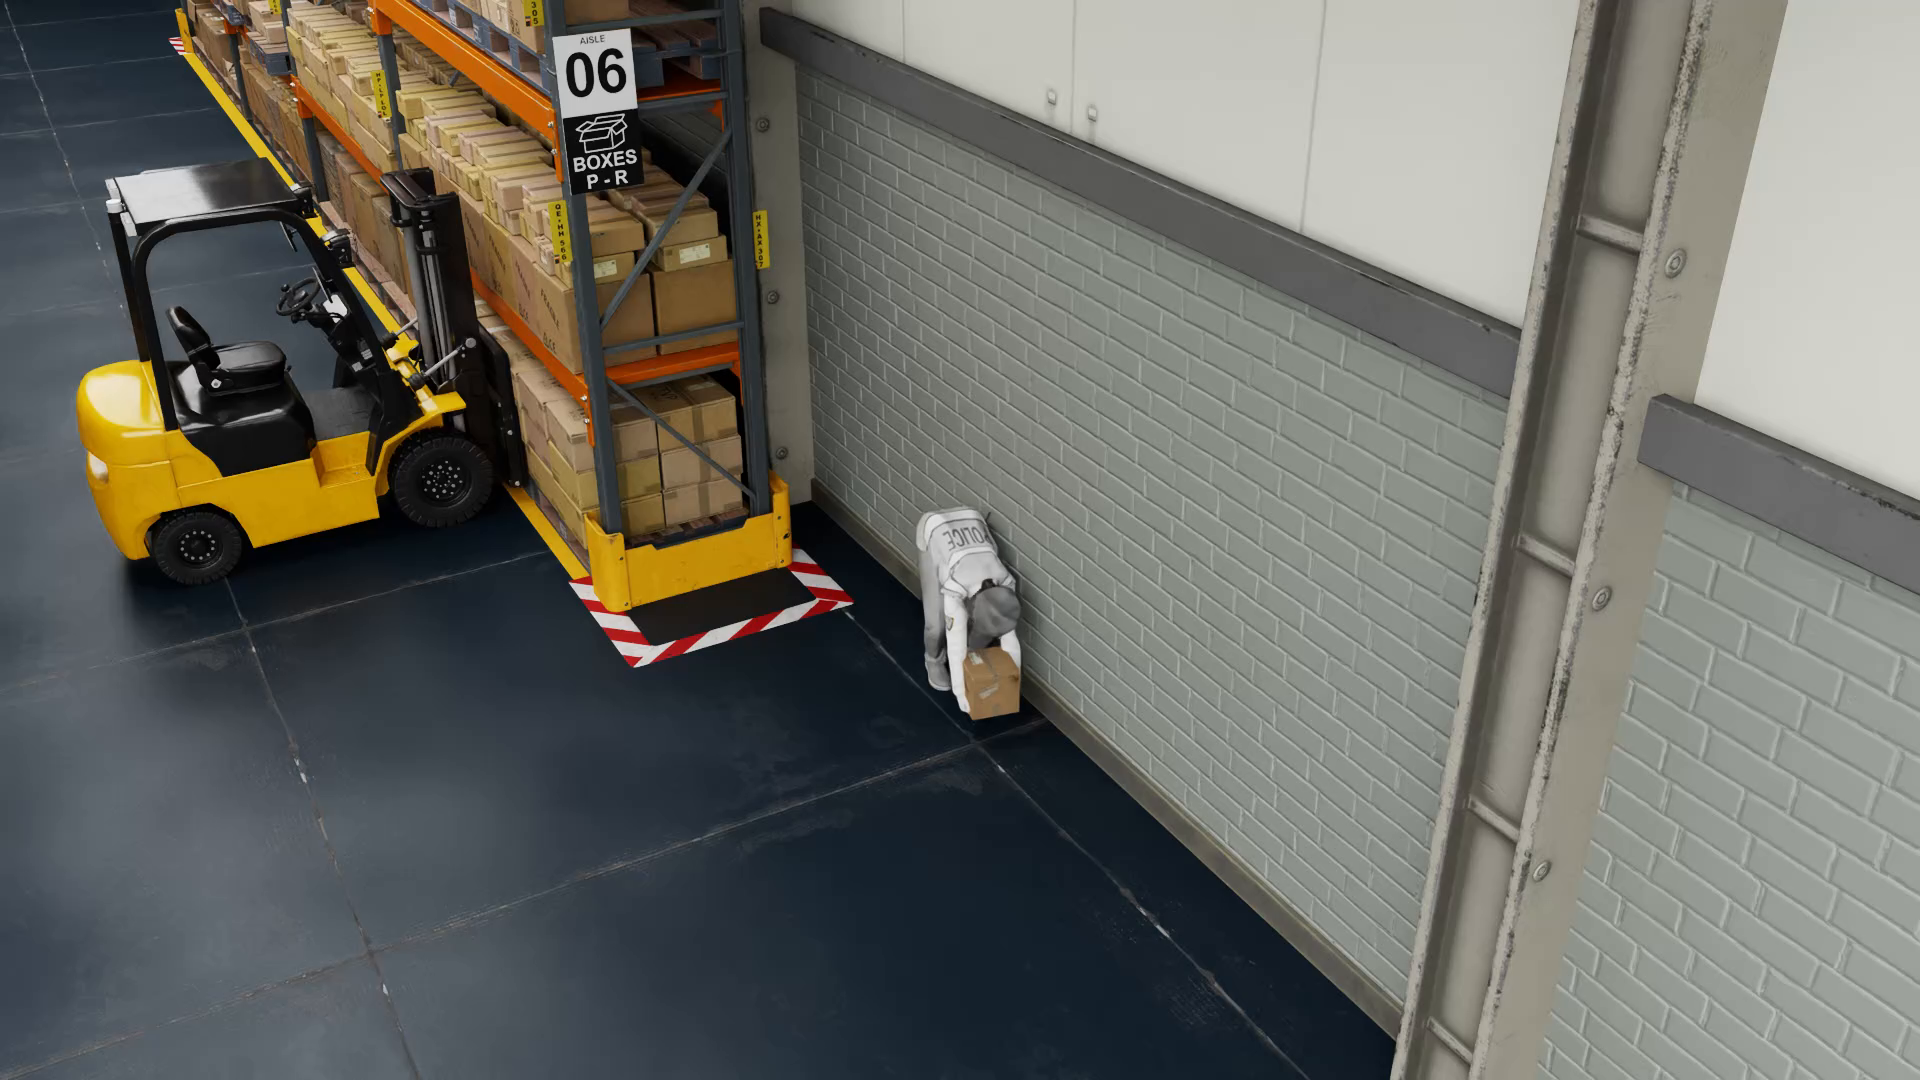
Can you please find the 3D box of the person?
[{"bbox_3d":[0.058,0.385,8.577,0.444,0.972,0.897,-10,31,-17],"label":"person"}]
